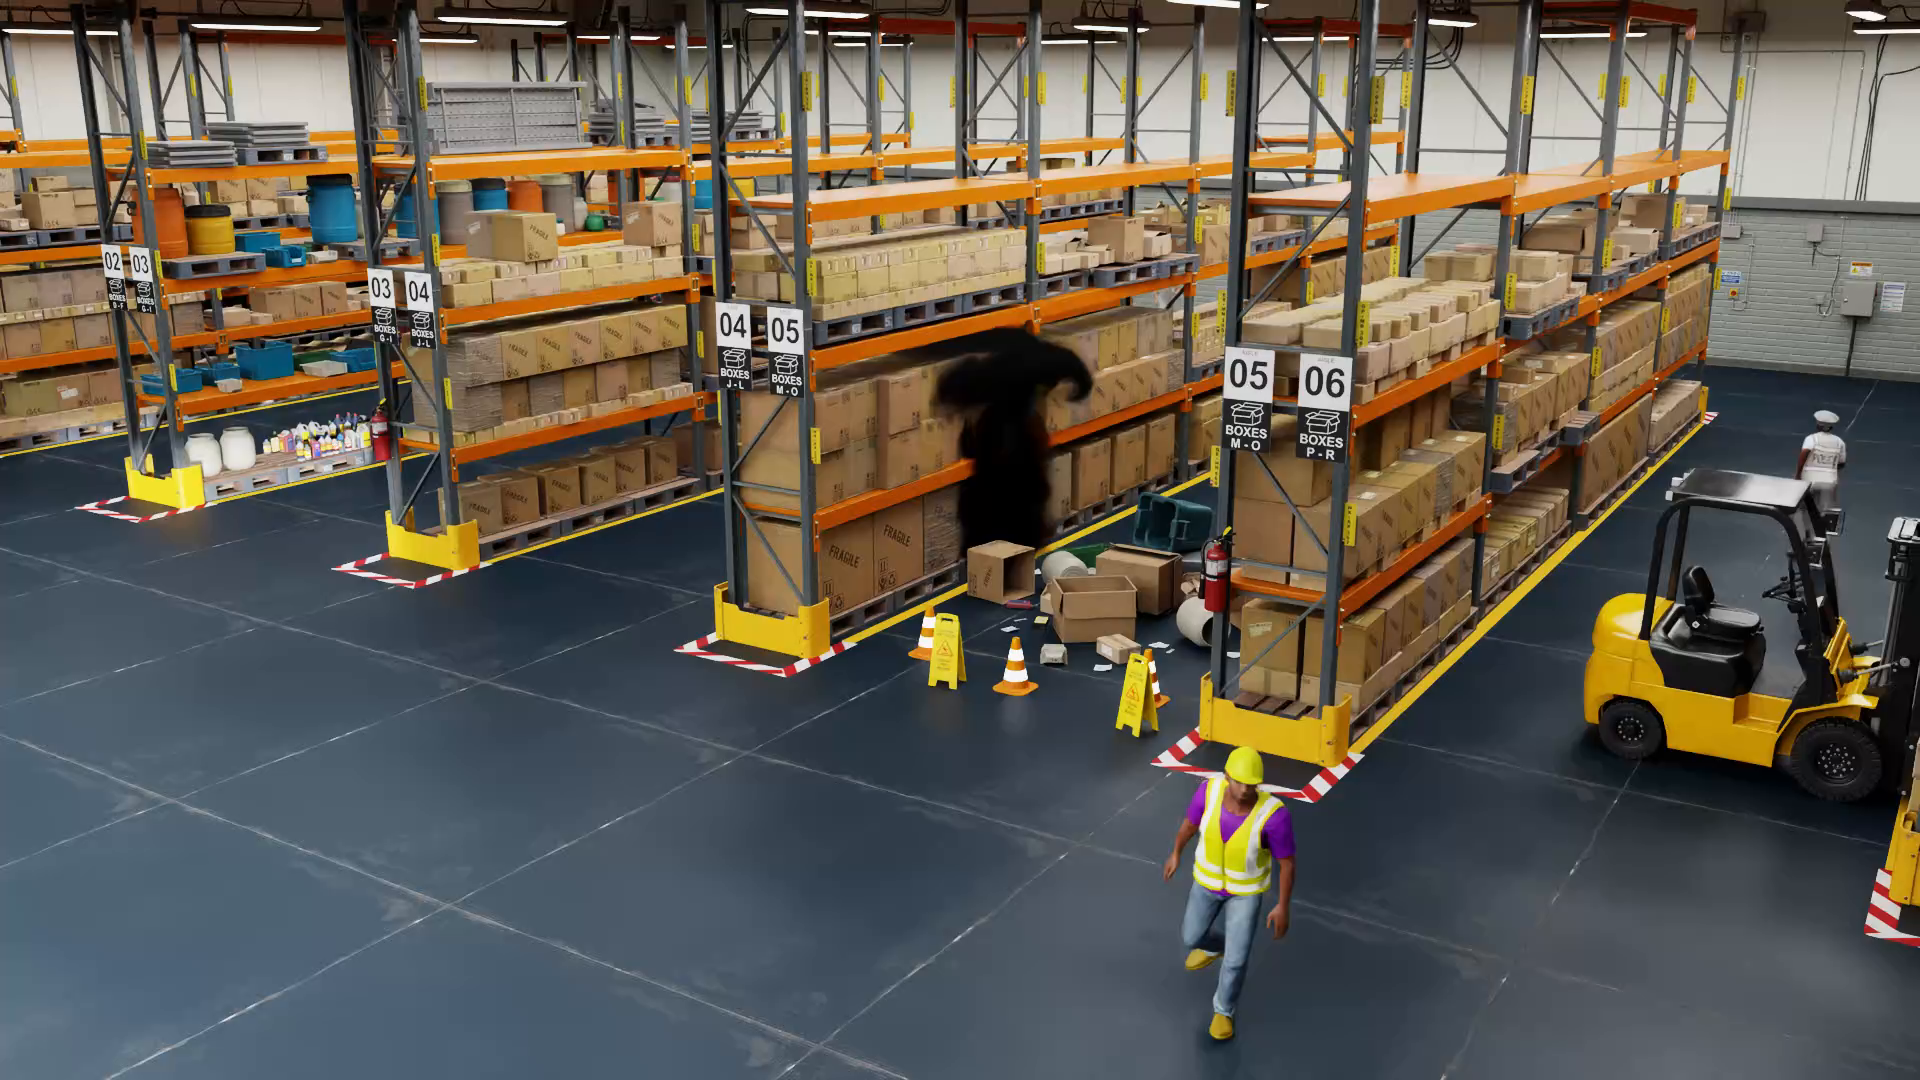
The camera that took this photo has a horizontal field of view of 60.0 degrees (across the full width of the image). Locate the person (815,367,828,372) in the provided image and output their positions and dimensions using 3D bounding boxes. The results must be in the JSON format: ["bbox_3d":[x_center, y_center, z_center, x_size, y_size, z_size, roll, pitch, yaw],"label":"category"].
[{"bbox_3d":[-1.648,-1.498,20.607,0.601,1.587,0.681,3,16,9],"label":"person"}]

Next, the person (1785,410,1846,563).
[{"bbox_3d":[9.397,-0.565,18.243,0.571,1.651,0.950,4,16,15],"label":"person"}]

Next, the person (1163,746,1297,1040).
[{"bbox_3d":[1.518,1.871,9.307,0.774,1.709,0.762,7,17,23],"label":"person"}]

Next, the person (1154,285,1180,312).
[{"bbox_3d":[4.084,-4.679,32.953,0.523,1.671,0.948,-2,16,-9],"label":"person"}]
